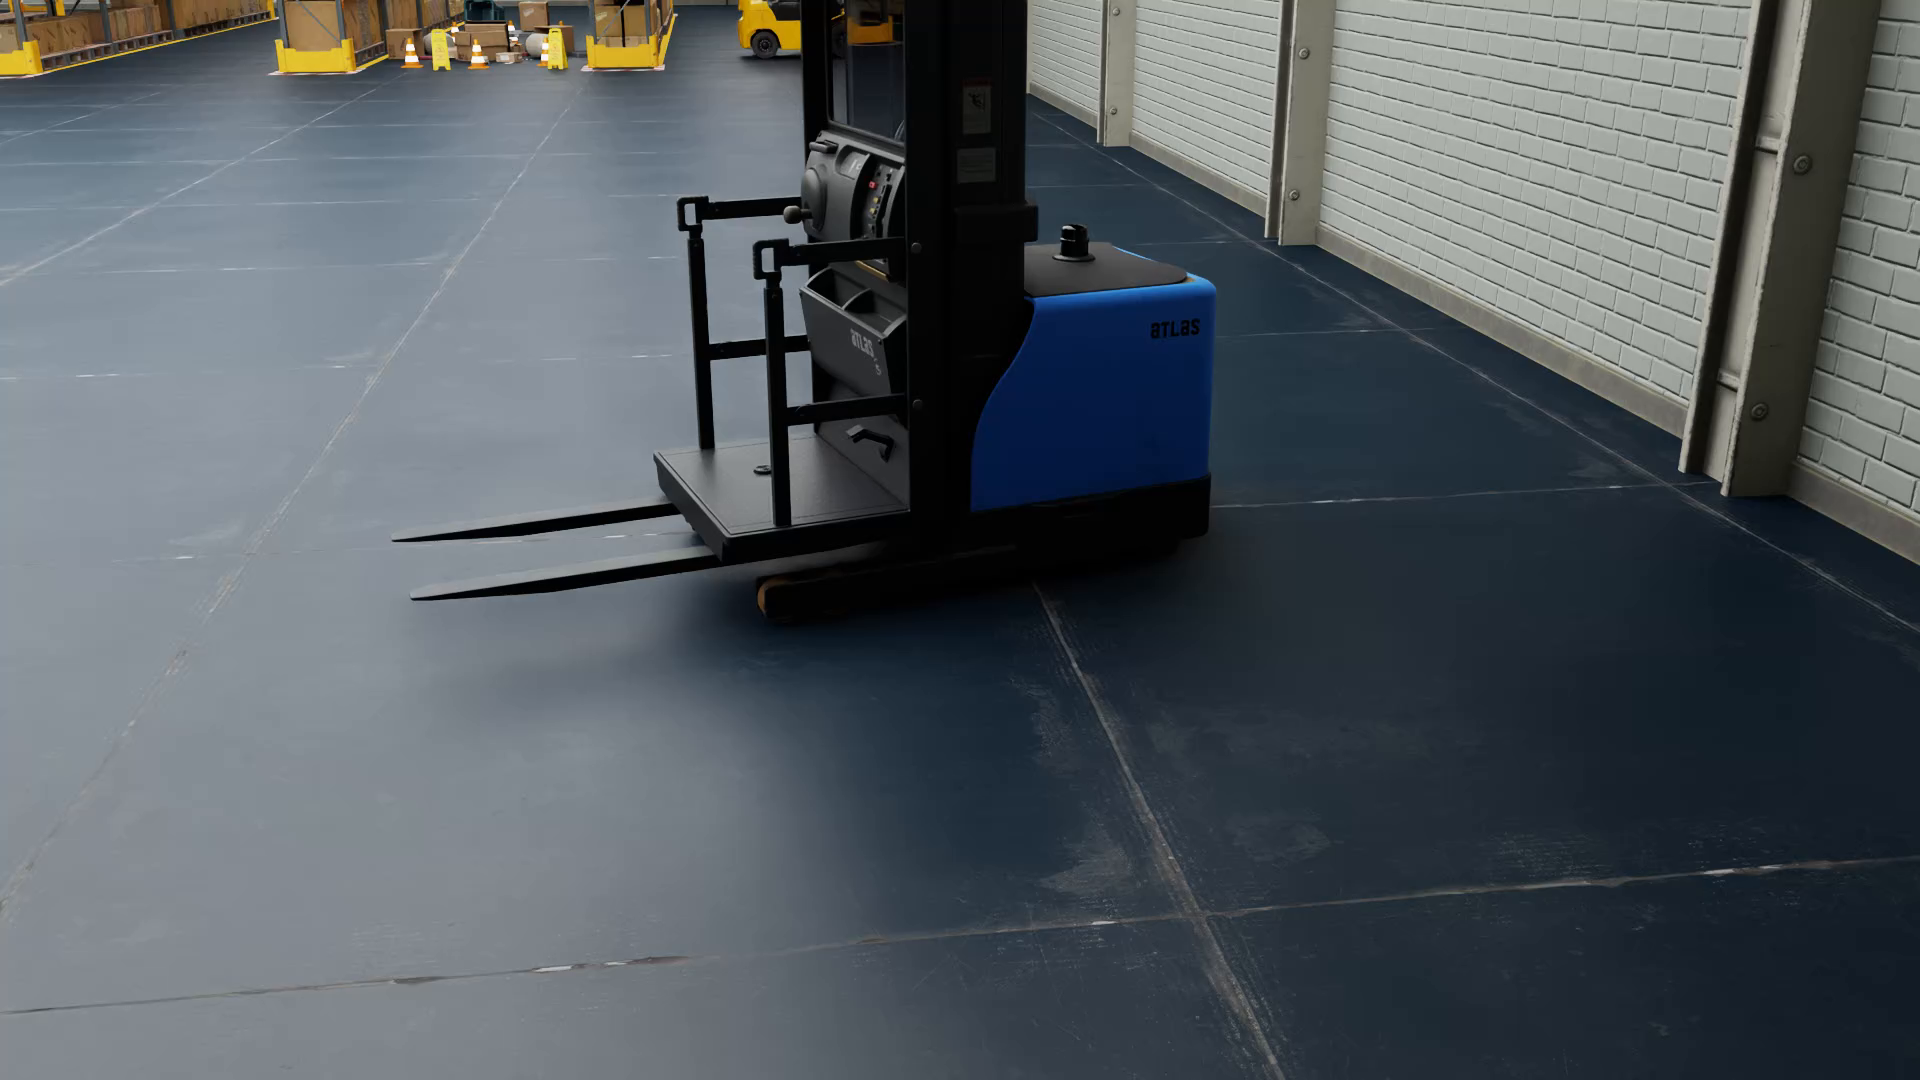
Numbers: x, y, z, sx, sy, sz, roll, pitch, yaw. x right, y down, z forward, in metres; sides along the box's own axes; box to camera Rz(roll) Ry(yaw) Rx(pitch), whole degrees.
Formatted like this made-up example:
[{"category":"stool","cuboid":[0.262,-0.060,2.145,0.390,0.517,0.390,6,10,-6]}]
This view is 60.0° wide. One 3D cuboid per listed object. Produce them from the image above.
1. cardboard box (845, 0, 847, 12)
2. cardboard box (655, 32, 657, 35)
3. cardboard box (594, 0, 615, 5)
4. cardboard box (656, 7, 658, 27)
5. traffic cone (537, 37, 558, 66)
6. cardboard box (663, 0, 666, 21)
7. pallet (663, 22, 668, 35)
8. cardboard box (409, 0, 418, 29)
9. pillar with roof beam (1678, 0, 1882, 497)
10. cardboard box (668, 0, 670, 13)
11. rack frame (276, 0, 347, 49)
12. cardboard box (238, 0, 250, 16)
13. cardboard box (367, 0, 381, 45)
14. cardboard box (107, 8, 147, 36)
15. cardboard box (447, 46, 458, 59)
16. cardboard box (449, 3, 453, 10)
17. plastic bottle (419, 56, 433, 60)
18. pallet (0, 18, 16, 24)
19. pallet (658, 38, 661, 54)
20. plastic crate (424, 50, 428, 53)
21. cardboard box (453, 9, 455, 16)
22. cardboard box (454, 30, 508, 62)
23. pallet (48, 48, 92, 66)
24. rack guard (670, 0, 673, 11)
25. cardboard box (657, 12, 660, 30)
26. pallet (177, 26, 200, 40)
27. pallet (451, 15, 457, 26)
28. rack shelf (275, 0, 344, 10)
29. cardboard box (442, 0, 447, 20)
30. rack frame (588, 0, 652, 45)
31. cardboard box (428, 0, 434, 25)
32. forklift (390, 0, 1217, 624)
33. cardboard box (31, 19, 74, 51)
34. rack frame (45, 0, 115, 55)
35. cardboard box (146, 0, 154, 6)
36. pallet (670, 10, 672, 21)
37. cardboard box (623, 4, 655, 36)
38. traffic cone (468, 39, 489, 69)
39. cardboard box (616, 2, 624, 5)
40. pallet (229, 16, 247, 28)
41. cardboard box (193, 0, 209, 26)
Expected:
[{"category":"cardboard box","cuboid":[-2.288,-11.796,36.983,0.500,0.500,0.500,-3,21,-9]},{"category":"cardboard box","cuboid":[-5.620,-8.818,29.368,0.500,0.250,0.500,-2,21,-6]},{"category":"cardboard box","cuboid":[-6.204,-9.391,28.903,0.380,0.149,0.250,-2,21,-6]},{"category":"cardboard box","cuboid":[-5.862,-9.717,30.702,0.500,0.500,0.500,-3,21,-7]},{"category":"traffic cone","cuboid":[-7.050,-8.334,28.369,0.336,0.463,0.334,-3,21,-8]},{"category":"cardboard box","cuboid":[-7.006,-11.963,36.894,0.875,0.875,0.875,-3,21,-7]},{"category":"pallet","cuboid":[-6.903,-11.179,36.346,1.003,0.211,1.213,-3,21,-8]},{"category":"cardboard box","cuboid":[-11.749,-10.852,34.099,1.050,0.750,0.750,-3,21,-8]},{"category":"pillar with roof beam","cuboid":[-0.809,-4.261,5.263,9.100,9.000,0.400,-3,21,-8]},{"category":"cardboard box","cuboid":[-7.555,-13.123,40.626,0.875,0.438,0.875,-4,21,-9]},{"category":"rack frame","cuboid":[-10.595,-9.154,26.939,1.000,3.000,0.127,-3,21,-8]},{"category":"cardboard box","cuboid":[-17.393,-12.839,39.242,0.875,0.875,0.875,-3,21,-8]},{"category":"cardboard box","cuboid":[-11.150,-9.519,30.353,0.875,0.875,0.875,-3,21,-7]},{"category":"cardboard box","cuboid":[-16.373,-10.126,32.484,0.700,0.500,0.500,-1,21,-3]},{"category":"cardboard box","cuboid":[-9.101,-8.756,29.781,0.396,0.266,0.258,1,20,2]},{"category":"cardboard box","cuboid":[-12.060,-12.451,38.816,0.380,0.149,0.250,-2,21,-5]},{"category":"plastic bottle","cuboid":[-9.504,-8.611,29.684,0.283,0.061,0.133,-11,23,-26]},{"category":"pallet","cuboid":[-22.293,-11.790,37.982,1.003,0.211,1.213,-3,21,-8]},{"category":"pallet","cuboid":[-6.156,-9.287,31.279,1.003,0.211,1.213,-3,21,-8]},{"category":"plastic crate","cuboid":[-9.850,-9.255,31.145,0.450,0.188,0.662,-2,18,24]},{"category":"cardboard box","cuboid":[-12.097,-12.405,39.116,0.380,0.149,0.250,-2,21,-6]},{"category":"cardboard box","cuboid":[-8.469,-8.750,29.424,0.637,0.503,0.797,17,27,39]},{"category":"pallet","cuboid":[-15.783,-8.364,28.808,1.003,0.211,1.213,-3,21,-8]},{"category":"rack guard","cuboid":[-8.021,-13.816,42.993,1.175,0.500,0.348,-3,21,-8]},{"category":"cardboard box","cuboid":[-6.575,-10.461,33.592,0.950,0.372,0.625,-2,21,-6]},{"category":"pallet","cuboid":[-16.710,-10.679,35.008,1.003,0.211,1.213,-3,21,-8]},{"category":"pallet","cuboid":[-12.456,-12.234,39.169,1.003,0.211,1.213,-3,21,-8]},{"category":"rack shelf","cuboid":[-10.883,-9.510,28.919,1.077,0.370,4.000,-3,21,-8]},{"category":"cardboard box","cuboid":[-11.969,-12.091,37.775,0.500,0.500,0.500,-3,21,-9]},{"category":"rack frame","cuboid":[-5.711,-9.439,27.701,1.000,3.000,0.127,-3,21,-8]},{"category":"cardboard box","cuboid":[-11.673,-11.382,35.875,0.500,0.500,0.500,-3,21,-7]},{"category":"forklift","cuboid":[-0.577,-1.285,5.969,3.031,2.935,1.130,-9,22,-22]},{"category":"cardboard box","cuboid":[-15.819,-8.800,28.964,0.500,0.500,0.500,-5,21,-13]},{"category":"rack frame","cuboid":[-16.094,-10.324,30.071,1.000,3.000,0.127,-3,21,-8]},{"category":"cardboard box","cuboid":[-16.544,-10.865,33.391,0.500,0.250,0.500,-2,21,-6]},{"category":"pallet","cuboid":[-7.652,-12.978,41.162,1.003,0.211,1.213,-3,21,-8]},{"category":"cardboard box","cuboid":[-5.558,-9.000,28.785,0.500,0.500,0.500,-4,21,-10]},{"category":"traffic cone","cuboid":[-8.099,-8.161,27.904,0.336,0.463,0.334,-3,21,-8]},{"category":"cardboard box","cuboid":[-6.229,-9.319,29.637,0.500,0.500,0.500,-3,21,-9]},{"category":"pallet","cuboid":[-17.279,-12.055,38.690,1.003,0.211,1.213,-3,21,-8]},{"category":"cardboard box","cuboid":[-16.870,-11.459,35.547,1.225,0.875,0.875,-3,21,-8]}]
